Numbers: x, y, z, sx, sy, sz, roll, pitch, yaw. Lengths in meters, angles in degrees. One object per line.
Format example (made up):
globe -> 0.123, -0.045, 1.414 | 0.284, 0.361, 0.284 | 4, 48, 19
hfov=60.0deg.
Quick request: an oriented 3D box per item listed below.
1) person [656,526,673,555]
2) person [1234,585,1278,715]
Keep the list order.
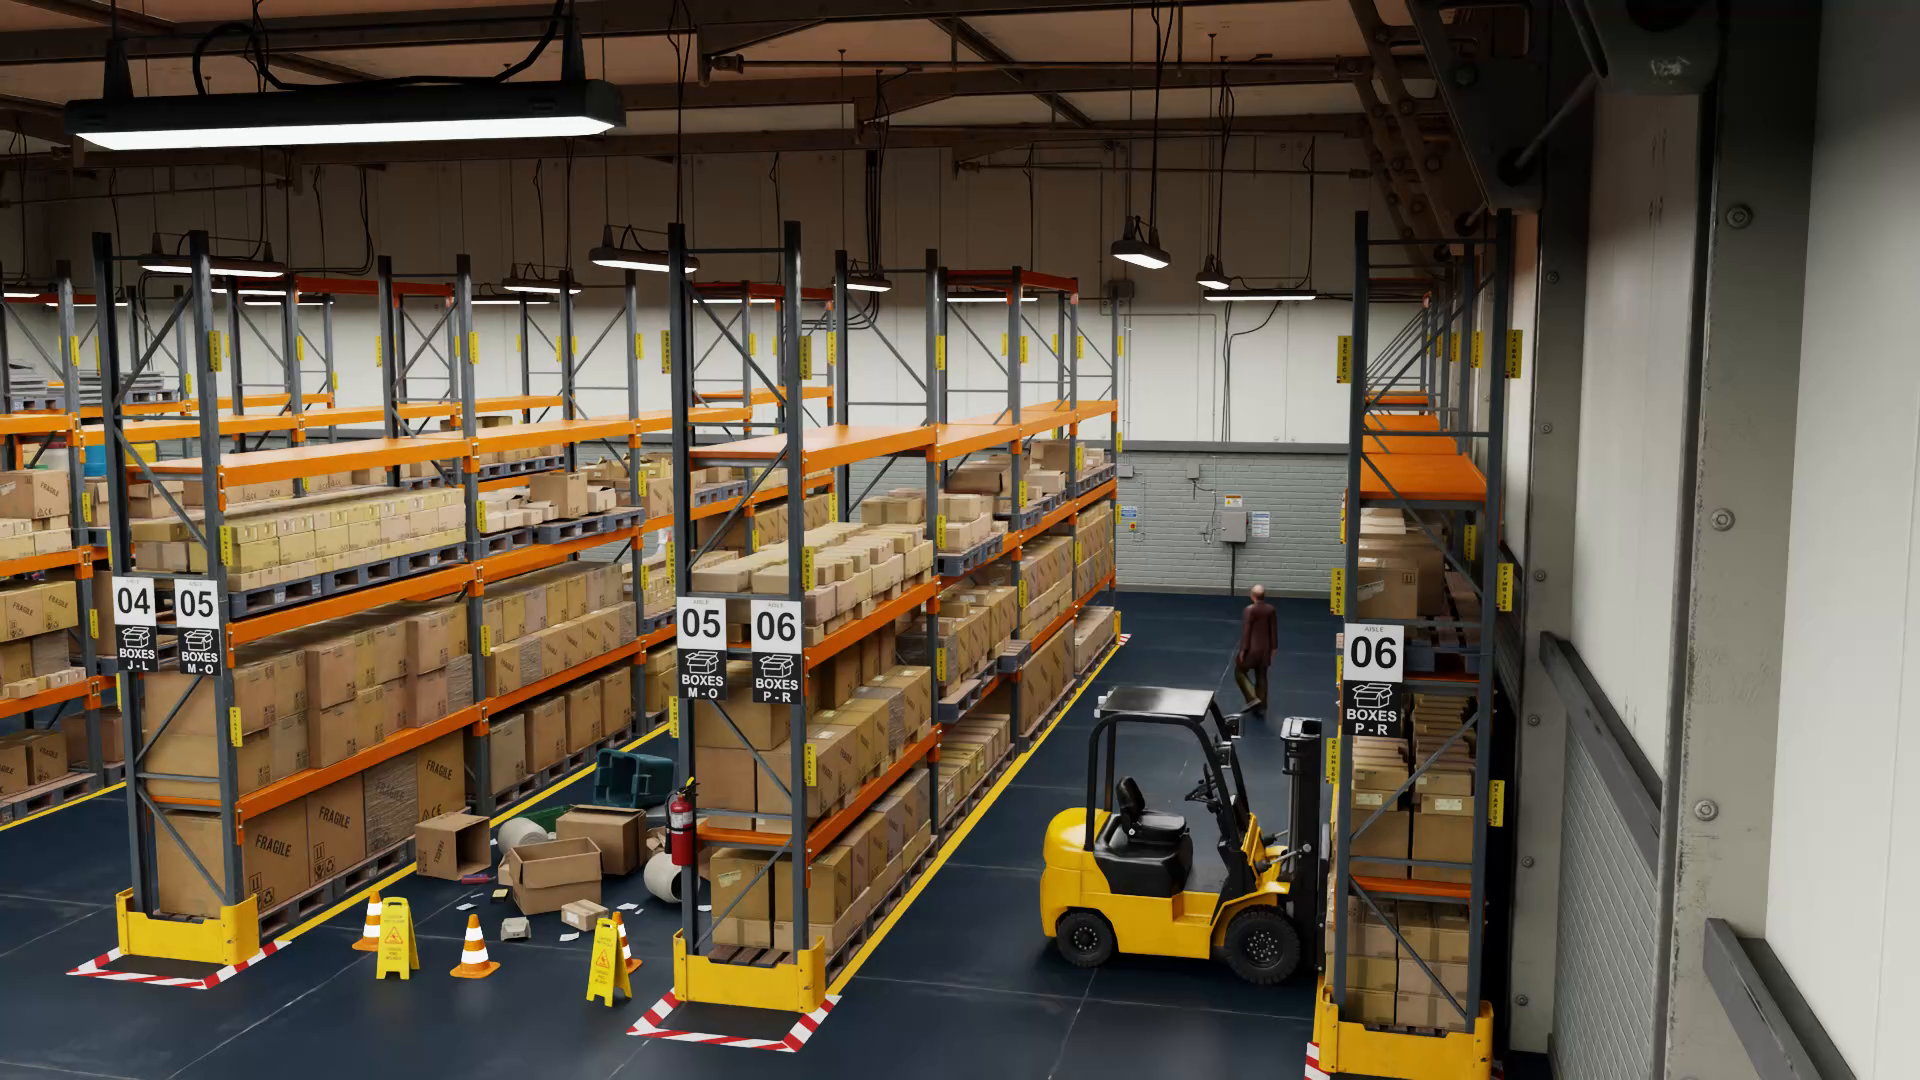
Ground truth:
person -> -6.069, 0.084, 34.494 | 0.875, 1.771, 0.607 | -2, 7, -17
person -> 4.092, 1.516, 22.803 | 0.638, 1.759, 0.539 | -3, 8, -26
